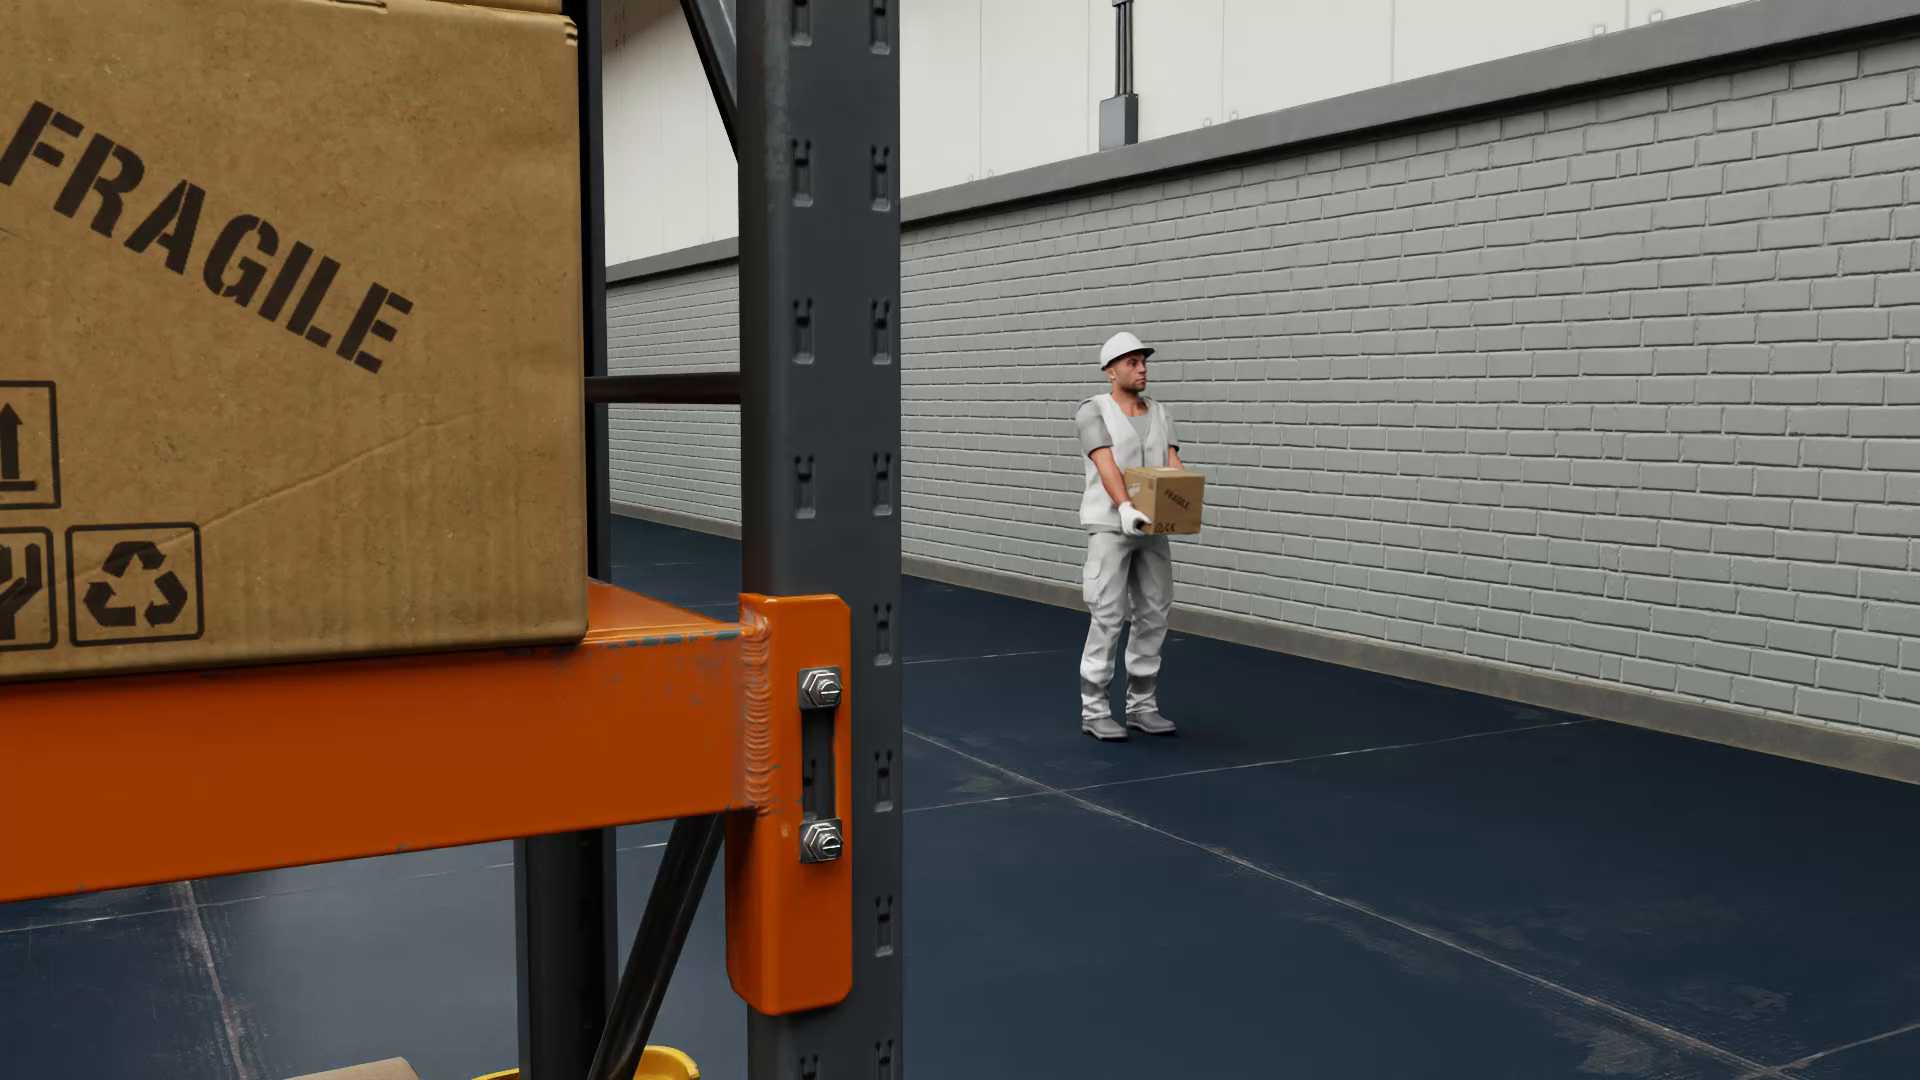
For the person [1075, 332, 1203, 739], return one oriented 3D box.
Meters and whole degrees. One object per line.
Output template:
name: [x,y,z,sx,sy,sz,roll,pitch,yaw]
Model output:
person: [0.798,-0.019,7.295,0.494,1.783,0.568,-3,6,-28]
